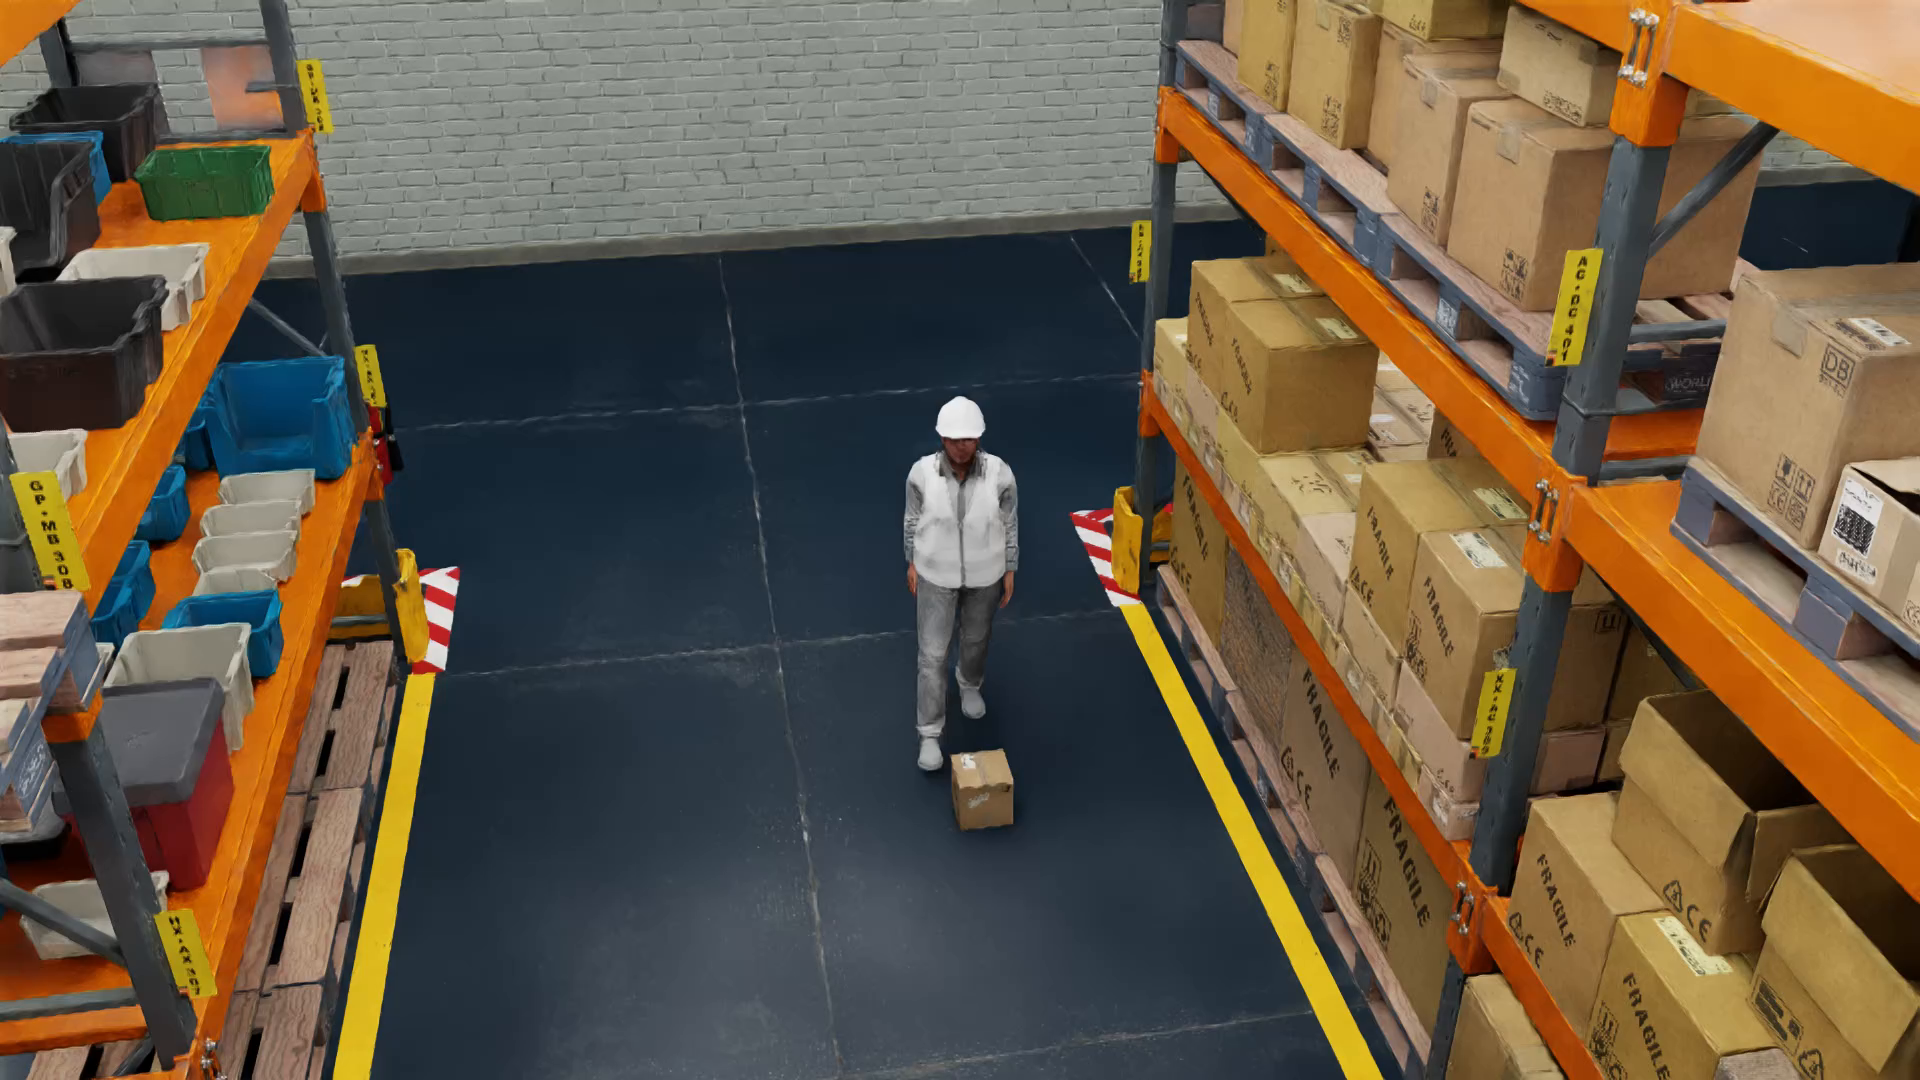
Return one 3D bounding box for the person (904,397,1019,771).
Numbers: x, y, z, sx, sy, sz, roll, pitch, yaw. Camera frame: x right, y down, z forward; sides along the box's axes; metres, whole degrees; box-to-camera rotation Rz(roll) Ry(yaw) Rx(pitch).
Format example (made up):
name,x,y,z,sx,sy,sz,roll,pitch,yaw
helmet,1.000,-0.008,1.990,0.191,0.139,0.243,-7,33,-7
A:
name,x,y,z,sx,sy,sz,roll,pitch,yaw
person,0.017,0.192,7.775,0.536,1.756,0.782,-2,31,-4
